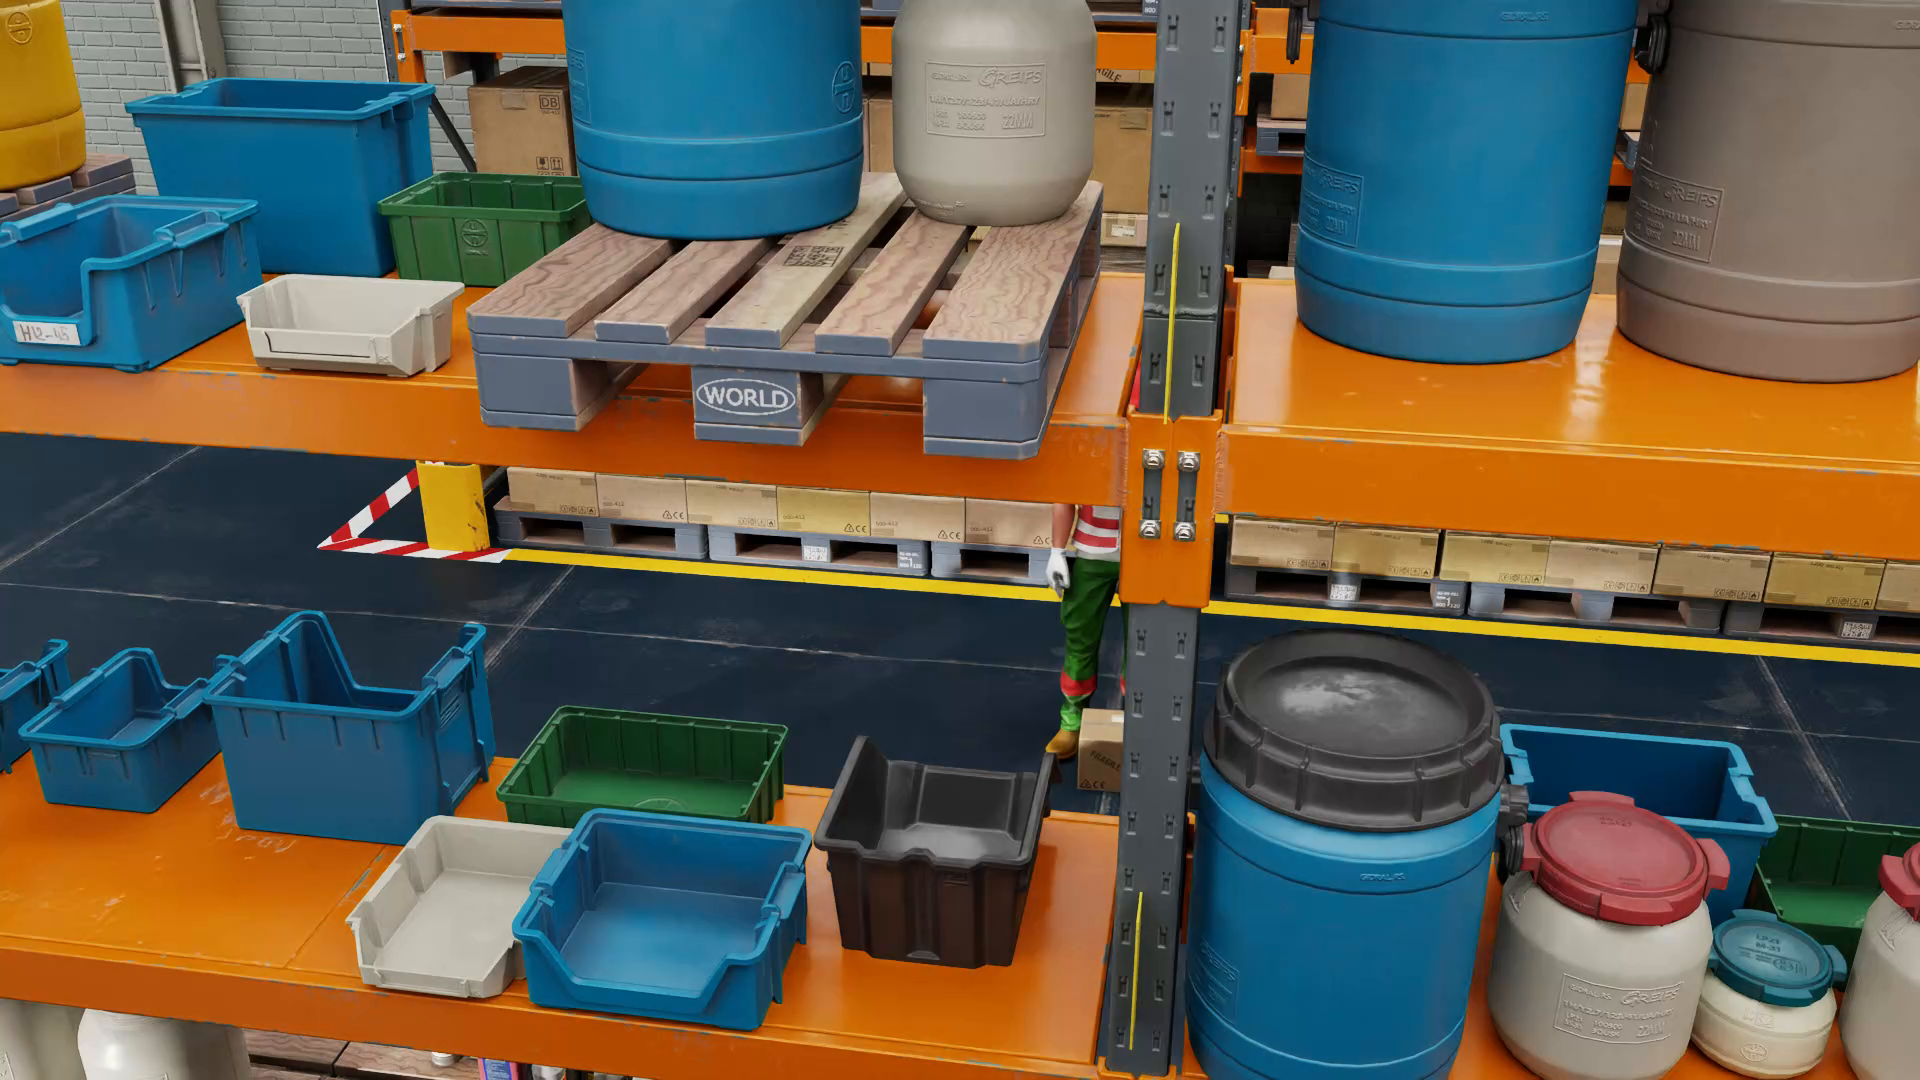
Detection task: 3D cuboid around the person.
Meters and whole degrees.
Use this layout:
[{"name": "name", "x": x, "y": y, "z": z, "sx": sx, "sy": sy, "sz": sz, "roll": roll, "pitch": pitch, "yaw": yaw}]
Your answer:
[{"name": "person", "x": 0.656, "y": 0.098, "z": 6.877, "sx": 0.601, "sy": 1.777, "sz": 0.454, "roll": 3, "pitch": 25, "yaw": 6}]
